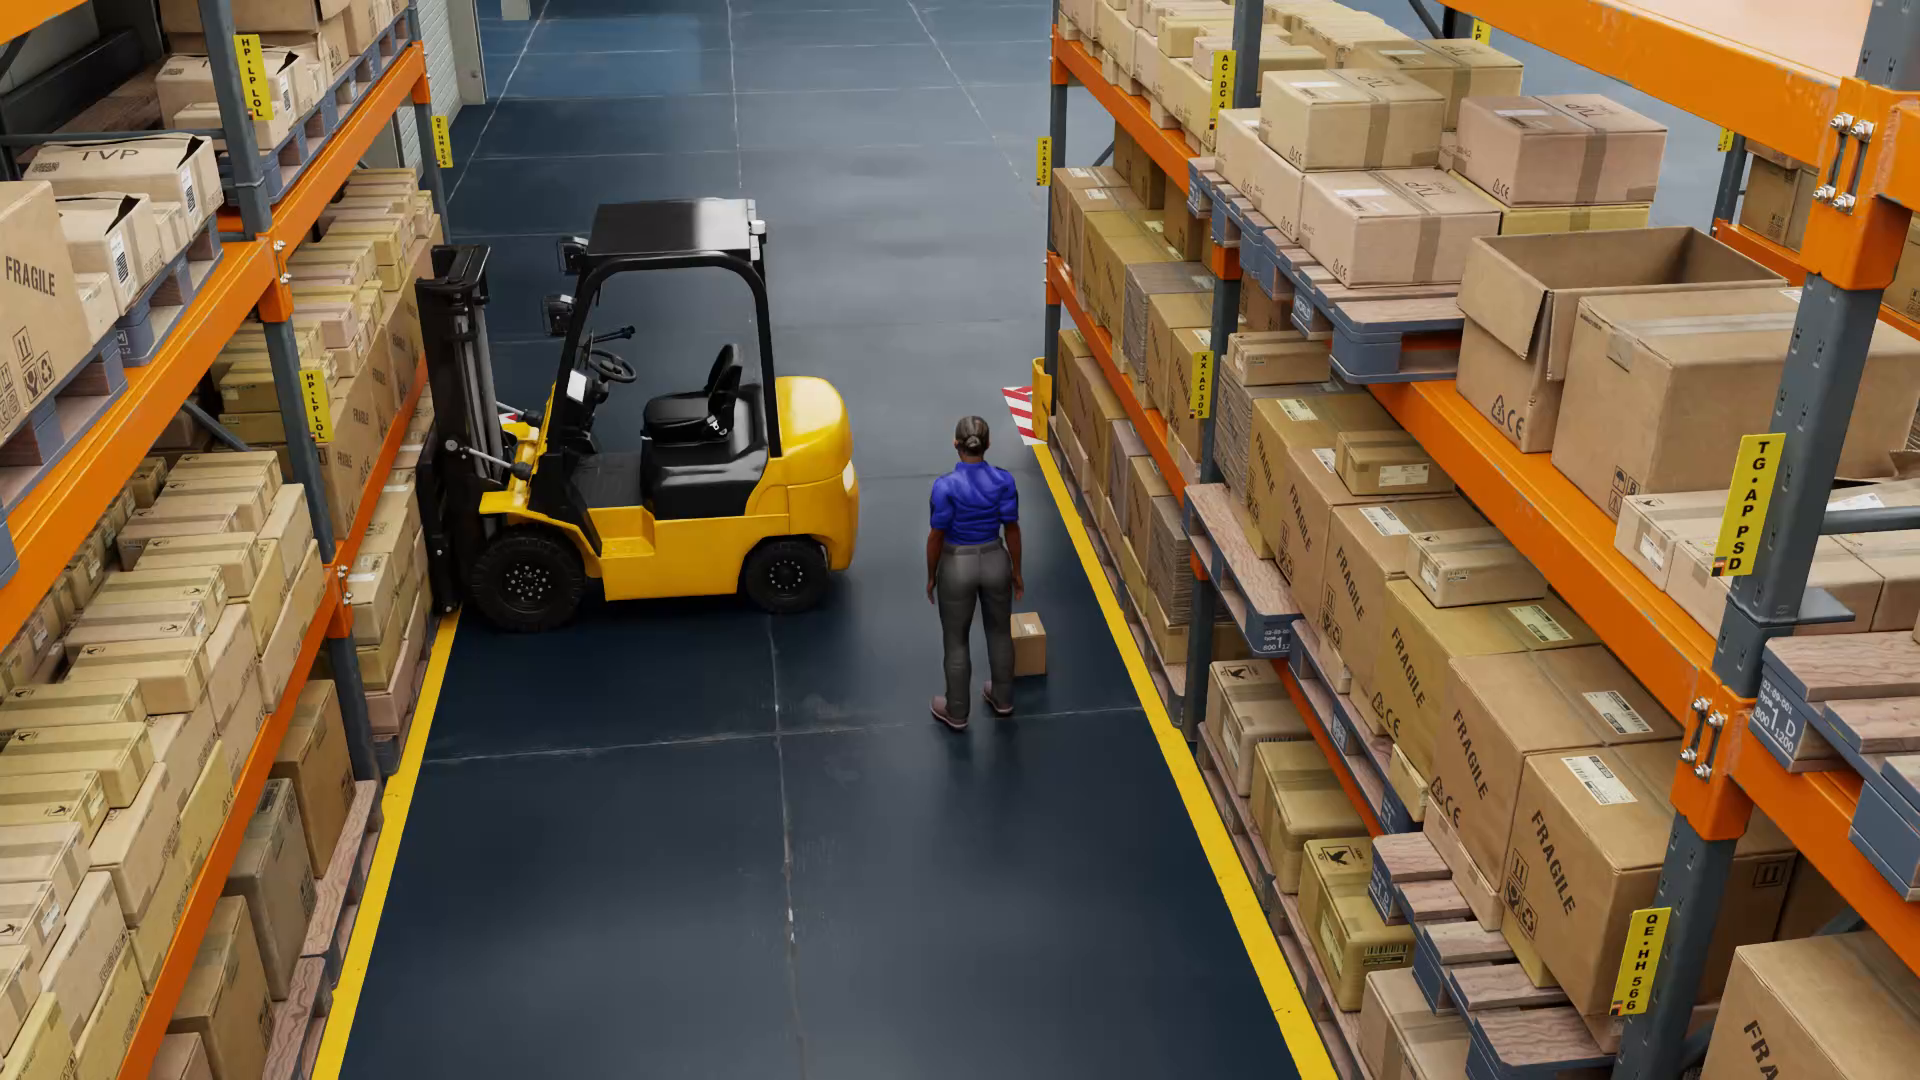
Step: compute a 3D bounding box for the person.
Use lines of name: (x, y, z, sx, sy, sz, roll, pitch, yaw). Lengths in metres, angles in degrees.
person: (0.060, 0.158, 8.286, 0.481, 1.646, 0.382, -7, 28, -13)
